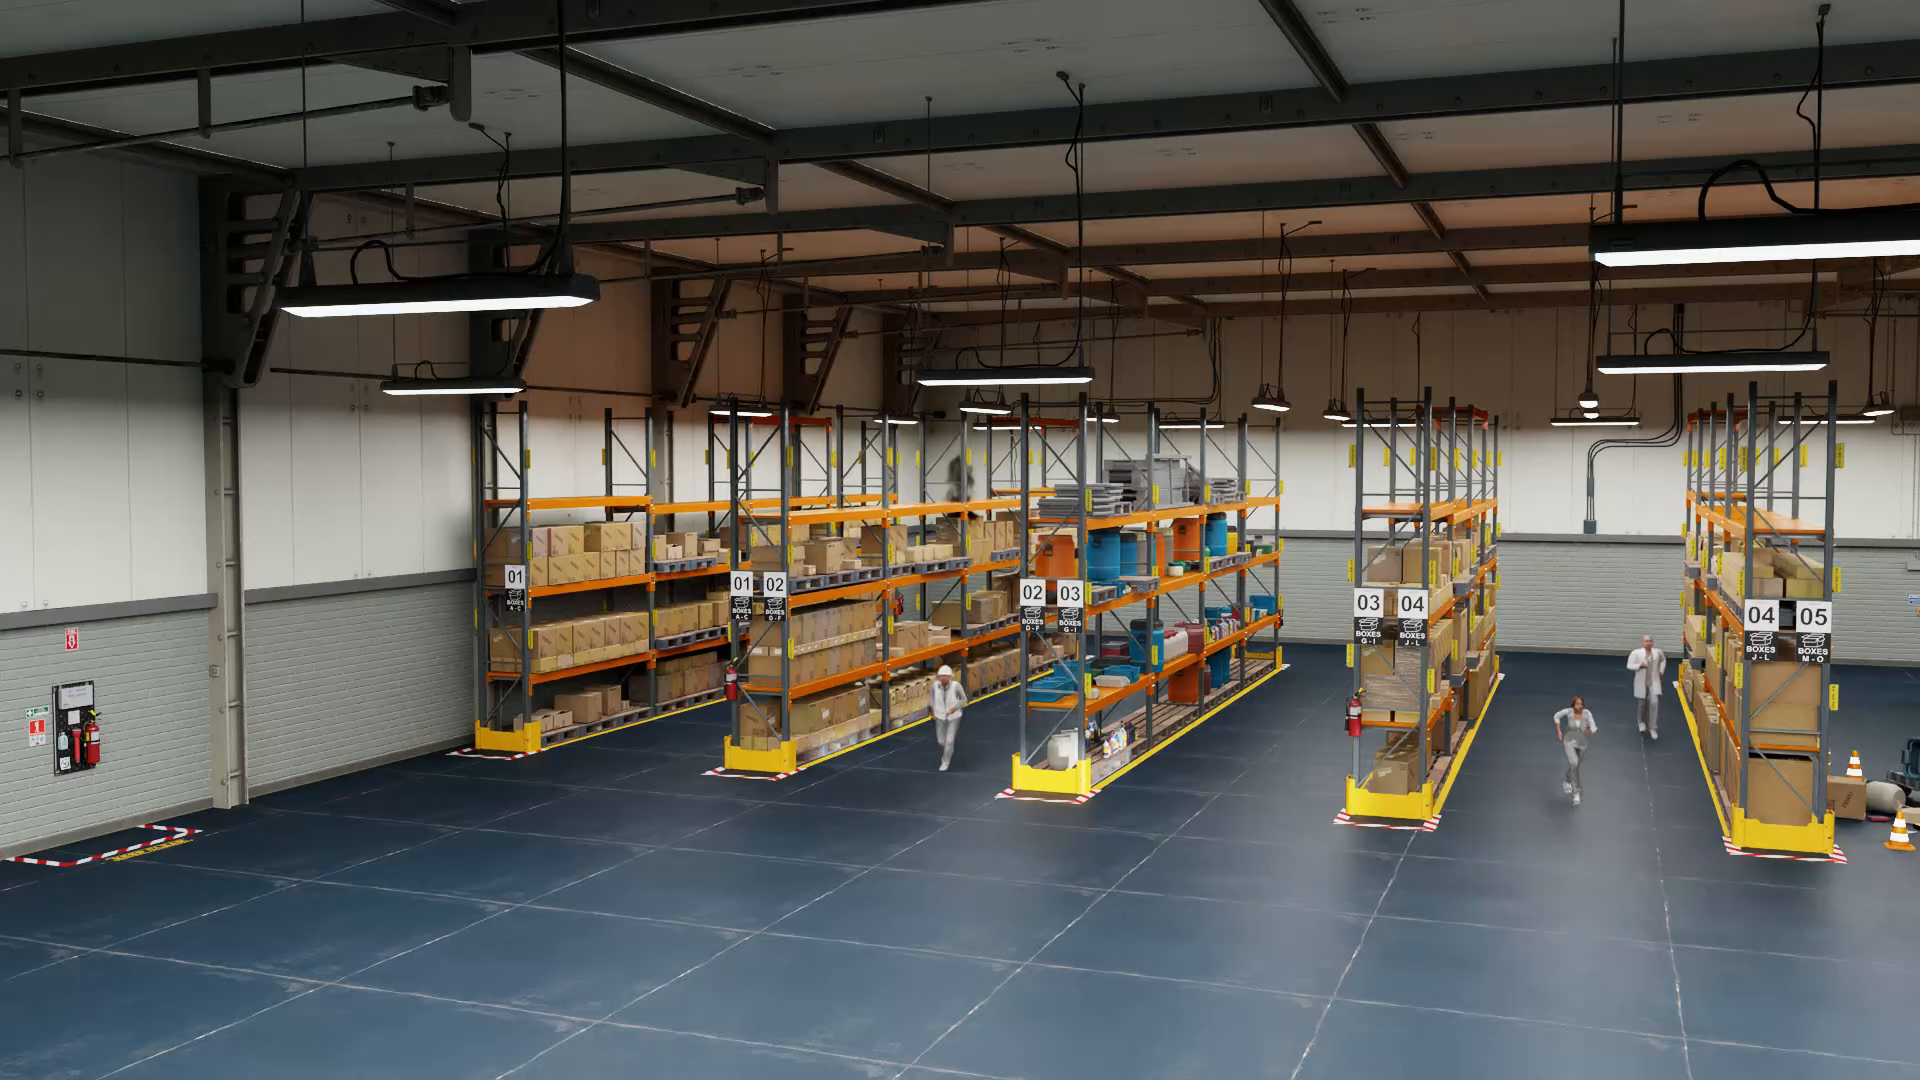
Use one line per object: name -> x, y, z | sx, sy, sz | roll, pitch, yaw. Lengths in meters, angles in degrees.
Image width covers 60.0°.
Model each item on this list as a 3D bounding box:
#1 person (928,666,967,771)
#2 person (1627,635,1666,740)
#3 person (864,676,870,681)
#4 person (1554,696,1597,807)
person -> -0.196, 2.863, 26.887 | 0.653, 1.711, 0.797 | 0, 3, 8
person -> 12.427, 2.634, 30.085 | 0.698, 1.828, 0.917 | 1, 3, 15
person -> -2.133, 2.416, 36.944 | 0.605, 1.612, 0.671 | 1, 3, 18
person -> 8.982, 3.037, 24.330 | 0.536, 1.596, 0.888 | 0, 3, 4
